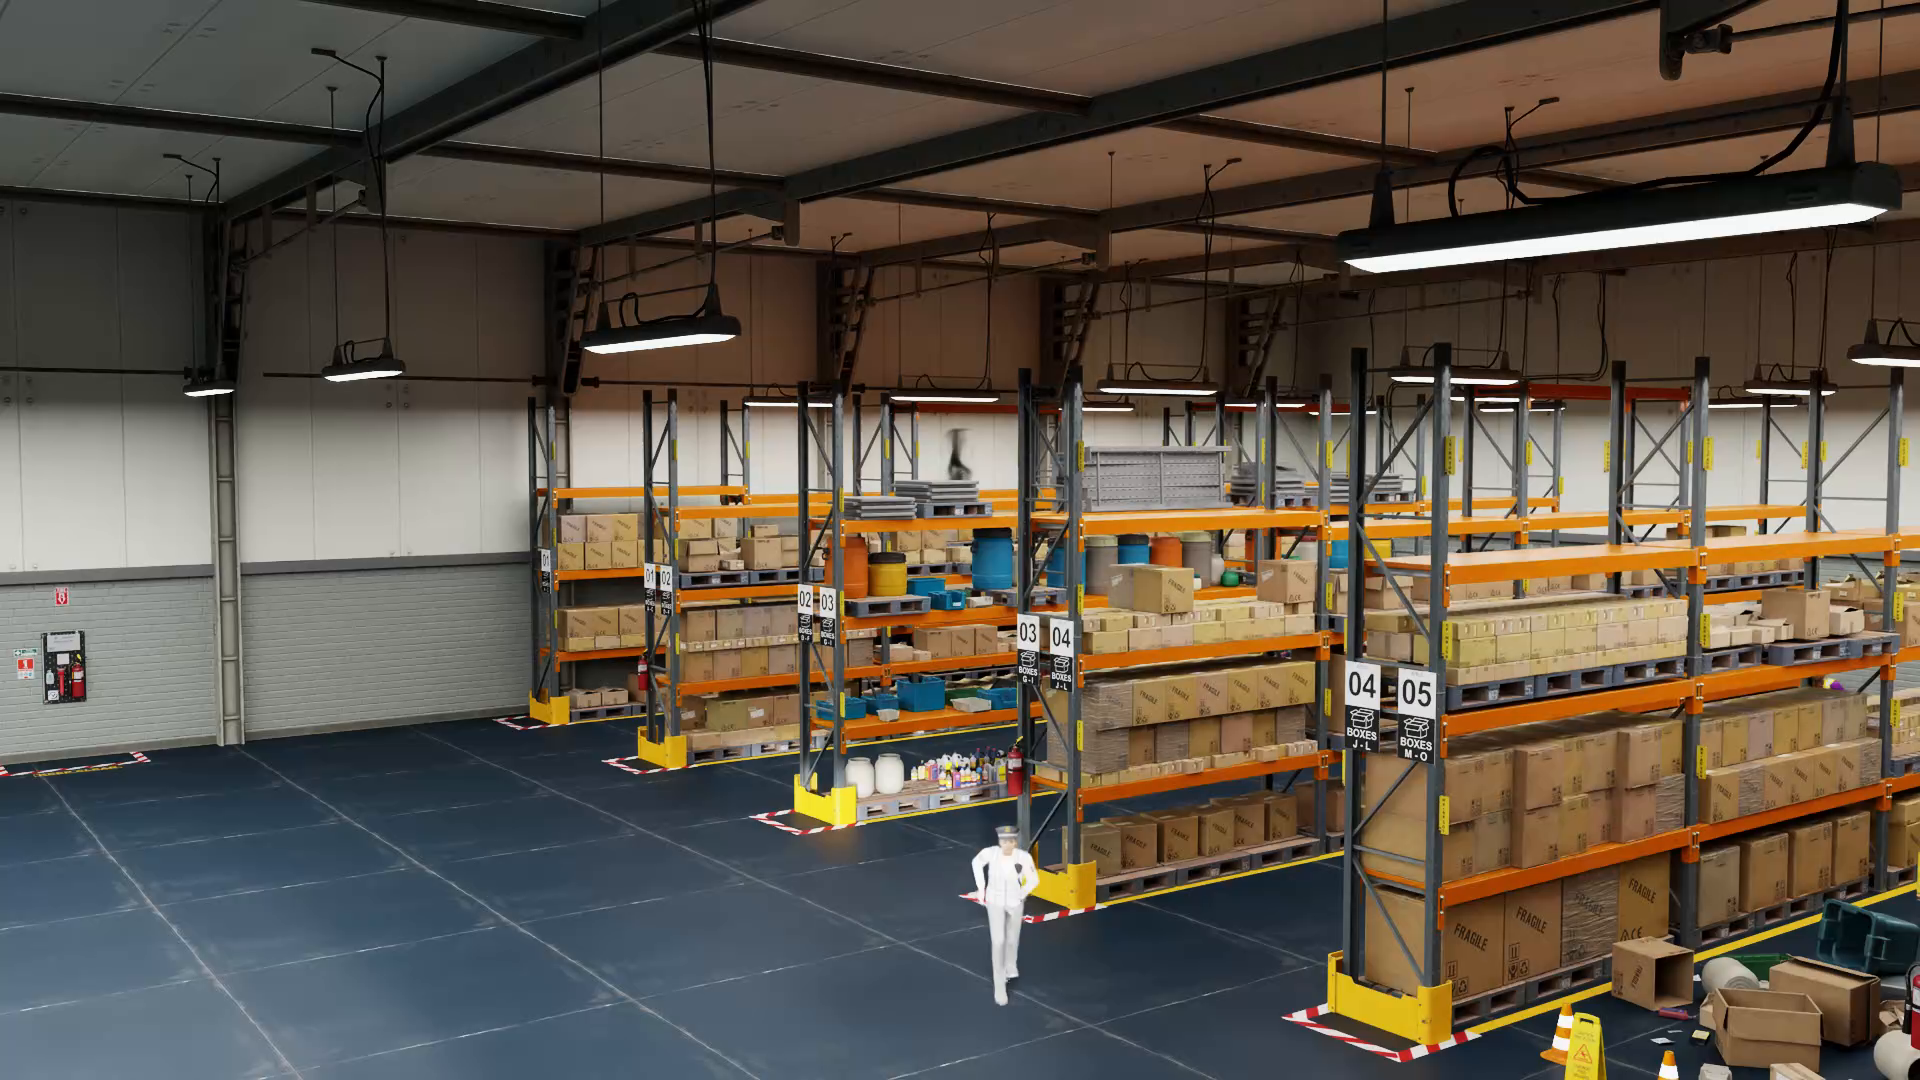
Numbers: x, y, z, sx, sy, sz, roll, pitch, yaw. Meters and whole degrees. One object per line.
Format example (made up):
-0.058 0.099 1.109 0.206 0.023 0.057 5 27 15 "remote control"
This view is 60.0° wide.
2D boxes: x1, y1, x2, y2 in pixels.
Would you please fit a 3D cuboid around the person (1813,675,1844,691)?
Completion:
13.459 2.779 25.899 1.085 1.753 0.699 -3 5 -44 "person"

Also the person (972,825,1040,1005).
0.431 3.434 15.603 0.629 1.666 0.885 0 3 -1 "person"
